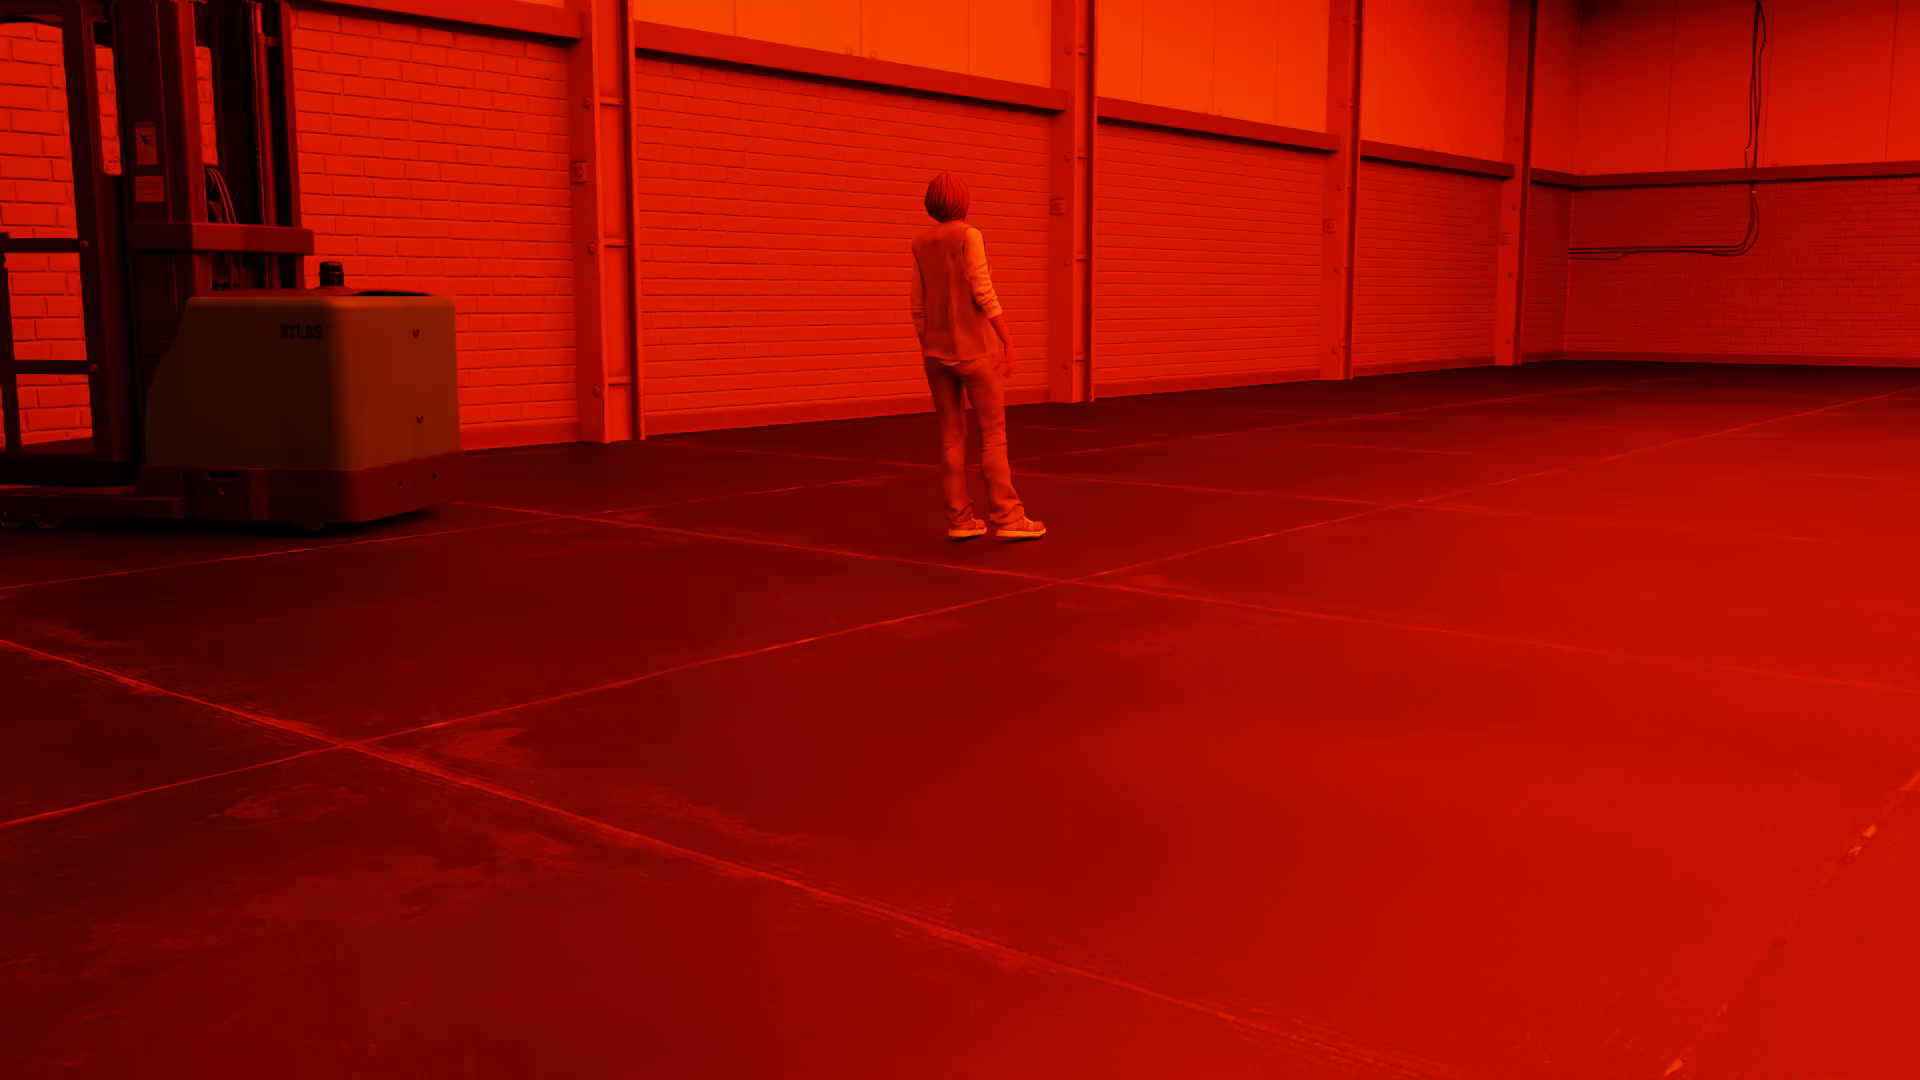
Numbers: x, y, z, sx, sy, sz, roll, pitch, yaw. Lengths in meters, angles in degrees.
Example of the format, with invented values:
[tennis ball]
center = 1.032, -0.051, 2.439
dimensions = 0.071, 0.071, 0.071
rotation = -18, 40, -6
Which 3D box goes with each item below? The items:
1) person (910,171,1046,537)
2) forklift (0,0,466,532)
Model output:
[person]
center = 0.058, -0.801, 7.337
dimensions = 0.520, 1.592, 0.473
rotation = 7, 11, 38
[forklift]
center = -4.049, -1.572, 8.022
dimensions = 3.031, 2.935, 1.130
rotation = 2, 9, 12
